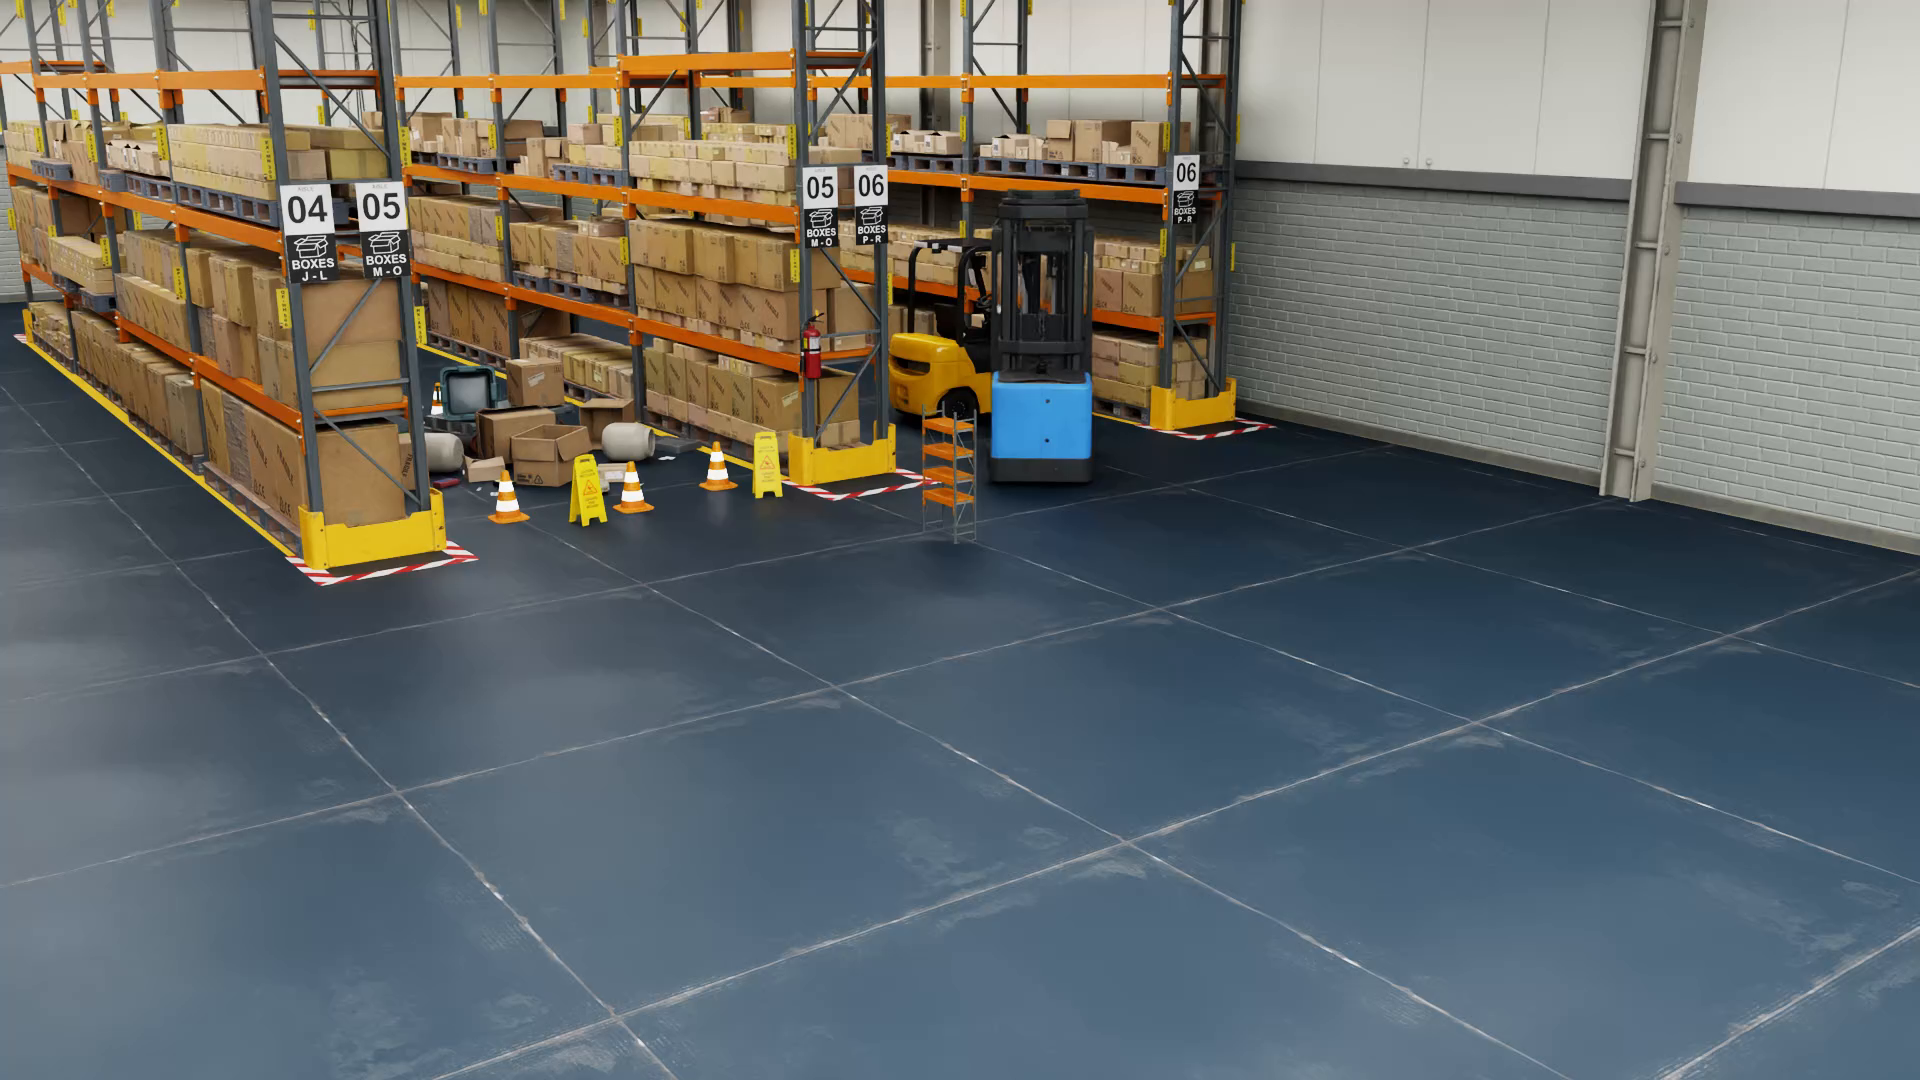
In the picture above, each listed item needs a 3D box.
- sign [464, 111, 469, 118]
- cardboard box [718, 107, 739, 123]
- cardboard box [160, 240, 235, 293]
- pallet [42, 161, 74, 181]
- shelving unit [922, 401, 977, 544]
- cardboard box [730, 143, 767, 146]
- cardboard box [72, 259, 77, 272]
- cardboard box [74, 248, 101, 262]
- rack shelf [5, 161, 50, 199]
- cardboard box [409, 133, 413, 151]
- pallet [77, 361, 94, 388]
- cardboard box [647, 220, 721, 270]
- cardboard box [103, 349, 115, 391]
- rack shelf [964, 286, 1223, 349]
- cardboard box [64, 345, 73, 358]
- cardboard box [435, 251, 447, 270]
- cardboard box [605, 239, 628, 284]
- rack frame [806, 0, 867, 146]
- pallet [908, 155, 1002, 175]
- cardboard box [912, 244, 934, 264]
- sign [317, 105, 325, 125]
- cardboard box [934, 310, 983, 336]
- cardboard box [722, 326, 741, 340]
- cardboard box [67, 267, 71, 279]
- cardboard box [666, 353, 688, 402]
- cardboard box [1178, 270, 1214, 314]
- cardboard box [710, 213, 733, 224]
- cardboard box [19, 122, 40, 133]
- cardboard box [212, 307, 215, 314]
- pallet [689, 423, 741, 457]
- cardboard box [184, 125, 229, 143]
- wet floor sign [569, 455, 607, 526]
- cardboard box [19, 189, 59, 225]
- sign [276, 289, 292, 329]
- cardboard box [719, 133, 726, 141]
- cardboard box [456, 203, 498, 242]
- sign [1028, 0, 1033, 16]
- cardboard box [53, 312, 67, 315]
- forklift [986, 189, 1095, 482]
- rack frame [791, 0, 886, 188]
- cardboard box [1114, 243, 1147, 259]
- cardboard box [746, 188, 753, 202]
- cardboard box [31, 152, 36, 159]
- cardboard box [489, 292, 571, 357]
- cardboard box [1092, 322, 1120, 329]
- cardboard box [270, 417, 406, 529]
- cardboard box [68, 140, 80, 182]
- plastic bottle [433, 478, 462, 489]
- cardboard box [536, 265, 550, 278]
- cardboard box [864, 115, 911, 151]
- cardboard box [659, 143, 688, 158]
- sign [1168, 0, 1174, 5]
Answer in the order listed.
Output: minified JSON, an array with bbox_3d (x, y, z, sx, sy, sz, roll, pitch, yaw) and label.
[{"bbox_3d":[-7.809,-6.605,26.269,0.100,0.325,0.005,-11,19,-35],"label":"sign"},{"bbox_3d":[-3.994,-7.307,28.552,0.396,0.266,0.258,-11,19,-35],"label":"cardboard box"},{"bbox_3d":[-8.381,-3.026,18.365,0.700,0.500,0.500,-11,19,-34],"label":"cardboard box"},{"bbox_3d":[-11.298,-4.868,21.852,1.213,0.211,1.003,-11,19,-35],"label":"pallet"},{"bbox_3d":[-0.097,-0.614,15.047,0.258,1.200,0.503,-11,19,-35],"label":"shelving unit"},{"bbox_3d":[-2.358,-4.372,18.652,0.380,0.149,0.250,-11,19,-34],"label":"cardboard box"},{"bbox_3d":[-11.254,-3.561,21.523,0.380,0.149,0.250,-10,18,-33],"label":"cardboard box"},{"bbox_3d":[-11.091,-3.647,21.273,0.380,0.149,0.250,-11,19,-35],"label":"cardboard box"},{"bbox_3d":[-13.363,-5.408,24.832,1.077,0.370,4.000,-11,19,-35],"label":"rack shelf"},{"bbox_3d":[-8.231,-6.094,25.437,0.396,0.266,0.258,-11,19,-35],"label":"cardboard box"},{"bbox_3d":[-11.728,-2.370,23.335,1.003,0.211,1.213,-11,19,-35],"label":"pallet"},{"bbox_3d":[-3.172,-3.396,19.156,0.700,0.500,0.500,-11,19,-34],"label":"cardboard box"},{"bbox_3d":[-10.735,-2.235,21.499,0.500,0.500,0.500,-10,18,-32],"label":"cardboard box"},{"bbox_3d":[1.650,-2.960,21.570,1.077,0.370,4.000,-11,19,-35],"label":"rack shelf"},{"bbox_3d":[-12.693,-2.739,24.007,0.380,0.149,0.250,-11,19,-34],"label":"cardboard box"},{"bbox_3d":[-7.603,-4.241,25.174,0.500,0.250,0.500,-11,19,-35],"label":"cardboard box"},{"bbox_3d":[-3.996,-3.420,20.340,0.500,0.500,0.500,-11,19,-36],"label":"cardboard box"},{"bbox_3d":[-1.877,-7.481,25.364,1.000,3.000,0.127,-11,19,-35],"label":"rack frame"},{"bbox_3d":[-0.055,-5.275,23.346,0.805,0.209,1.217,-12,19,-37],"label":"pallet"},{"bbox_3d":[-0.329,-4.076,23.625,0.500,0.250,0.500,-11,19,-36],"label":"cardboard box"},{"bbox_3d":[-11.046,-7.347,28.748,0.100,0.325,0.005,-11,19,-35],"label":"sign"},{"bbox_3d":[0.159,-2.901,23.694,0.875,0.625,0.625,-10,18,-32],"label":"cardboard box"},{"bbox_3d":[-2.388,-2.296,18.259,0.380,0.149,0.250,-11,19,-35],"label":"cardboard box"},{"bbox_3d":[-11.555,-3.529,21.967,0.380,0.149,0.250,-11,19,-36],"label":"cardboard box"},{"bbox_3d":[-3.086,-1.920,19.402,0.500,0.500,0.500,-10,18,-32],"label":"cardboard box"},{"bbox_3d":[2.760,-3.077,20.446,0.500,0.500,0.500,-10,18,-33],"label":"cardboard box"},{"bbox_3d":[-3.821,-5.444,28.300,0.700,0.500,0.500,-11,19,-34],"label":"cardboard box"},{"bbox_3d":[-13.539,-6.036,24.348,0.380,0.149,0.250,-11,19,-35],"label":"cardboard box"},{"bbox_3d":[-6.915,-2.054,16.614,0.875,0.550,0.550,-11,19,-35],"label":"cardboard box"},{"bbox_3d":[-2.393,-1.219,19.129,1.003,0.211,1.213,-11,19,-35],"label":"pallet"},{"bbox_3d":[-7.095,-3.840,15.724,0.380,0.149,0.250,-11,19,-35],"label":"cardboard box"},{"bbox_3d":[-3.512,-0.484,15.622,0.232,0.644,0.267,14,21,42],"label":"wet floor sign"},{"bbox_3d":[-13.900,-5.051,25.200,0.500,0.500,0.500,-11,19,-36],"label":"cardboard box"},{"bbox_3d":[-5.578,-1.910,13.730,0.100,0.325,0.005,-11,19,-35],"label":"sign"},{"bbox_3d":[-3.773,-6.675,27.591,0.380,0.149,0.250,-11,19,-35],"label":"cardboard box"},{"bbox_3d":[-7.001,-4.632,24.235,0.500,0.500,0.500,-11,19,-34],"label":"cardboard box"},{"bbox_3d":[0.938,-7.235,22.395,0.100,0.325,0.005,-11,19,-35],"label":"sign"},{"bbox_3d":[-13.490,-3.368,25.177,0.380,0.149,0.250,-11,19,-34],"label":"cardboard box"},{"bbox_3d":[0.882,-2.339,18.070,1.130,2.935,3.031,1,15,2],"label":"forklift"},{"bbox_3d":[-1.186,-5.002,16.305,1.000,3.000,0.127,-11,19,-35],"label":"rack frame"},{"bbox_3d":[2.099,-3.527,20.300,0.380,0.149,0.250,-10,18,-33],"label":"cardboard box"},{"bbox_3d":[-2.019,-3.641,17.491,0.380,0.149,0.250,-11,19,-34],"label":"cardboard box"},{"bbox_3d":[-12.978,-5.427,23.823,0.500,0.250,0.500,-11,19,-35],"label":"cardboard box"},{"bbox_3d":[-6.229,-3.155,24.149,0.875,0.875,0.875,-11,19,-35],"label":"cardboard box"},{"bbox_3d":[1.819,-2.695,21.760,0.500,0.250,0.500,-11,19,-36],"label":"cardboard box"},{"bbox_3d":[-5.583,-0.631,14.928,0.875,0.875,0.875,-11,19,-34],"label":"cardboard box"},{"bbox_3d":[-10.971,-4.816,21.120,0.500,0.500,0.500,-11,19,-35],"label":"cardboard box"},{"bbox_3d":[-5.273,-0.592,17.122,0.133,0.061,0.283,10,18,33],"label":"plastic bottle"},{"bbox_3d":[-5.442,-3.607,22.252,0.380,0.149,0.250,-11,19,-34],"label":"cardboard box"},{"bbox_3d":[-1.050,-5.924,24.181,0.500,0.500,0.500,-10,18,-33],"label":"cardboard box"},{"bbox_3d":[-3.160,-4.386,18.701,0.380,0.149,0.250,-11,19,-35],"label":"cardboard box"},{"bbox_3d":[2.379,-6.181,18.692,0.100,0.325,0.005,-11,19,-35],"label":"sign"}]
